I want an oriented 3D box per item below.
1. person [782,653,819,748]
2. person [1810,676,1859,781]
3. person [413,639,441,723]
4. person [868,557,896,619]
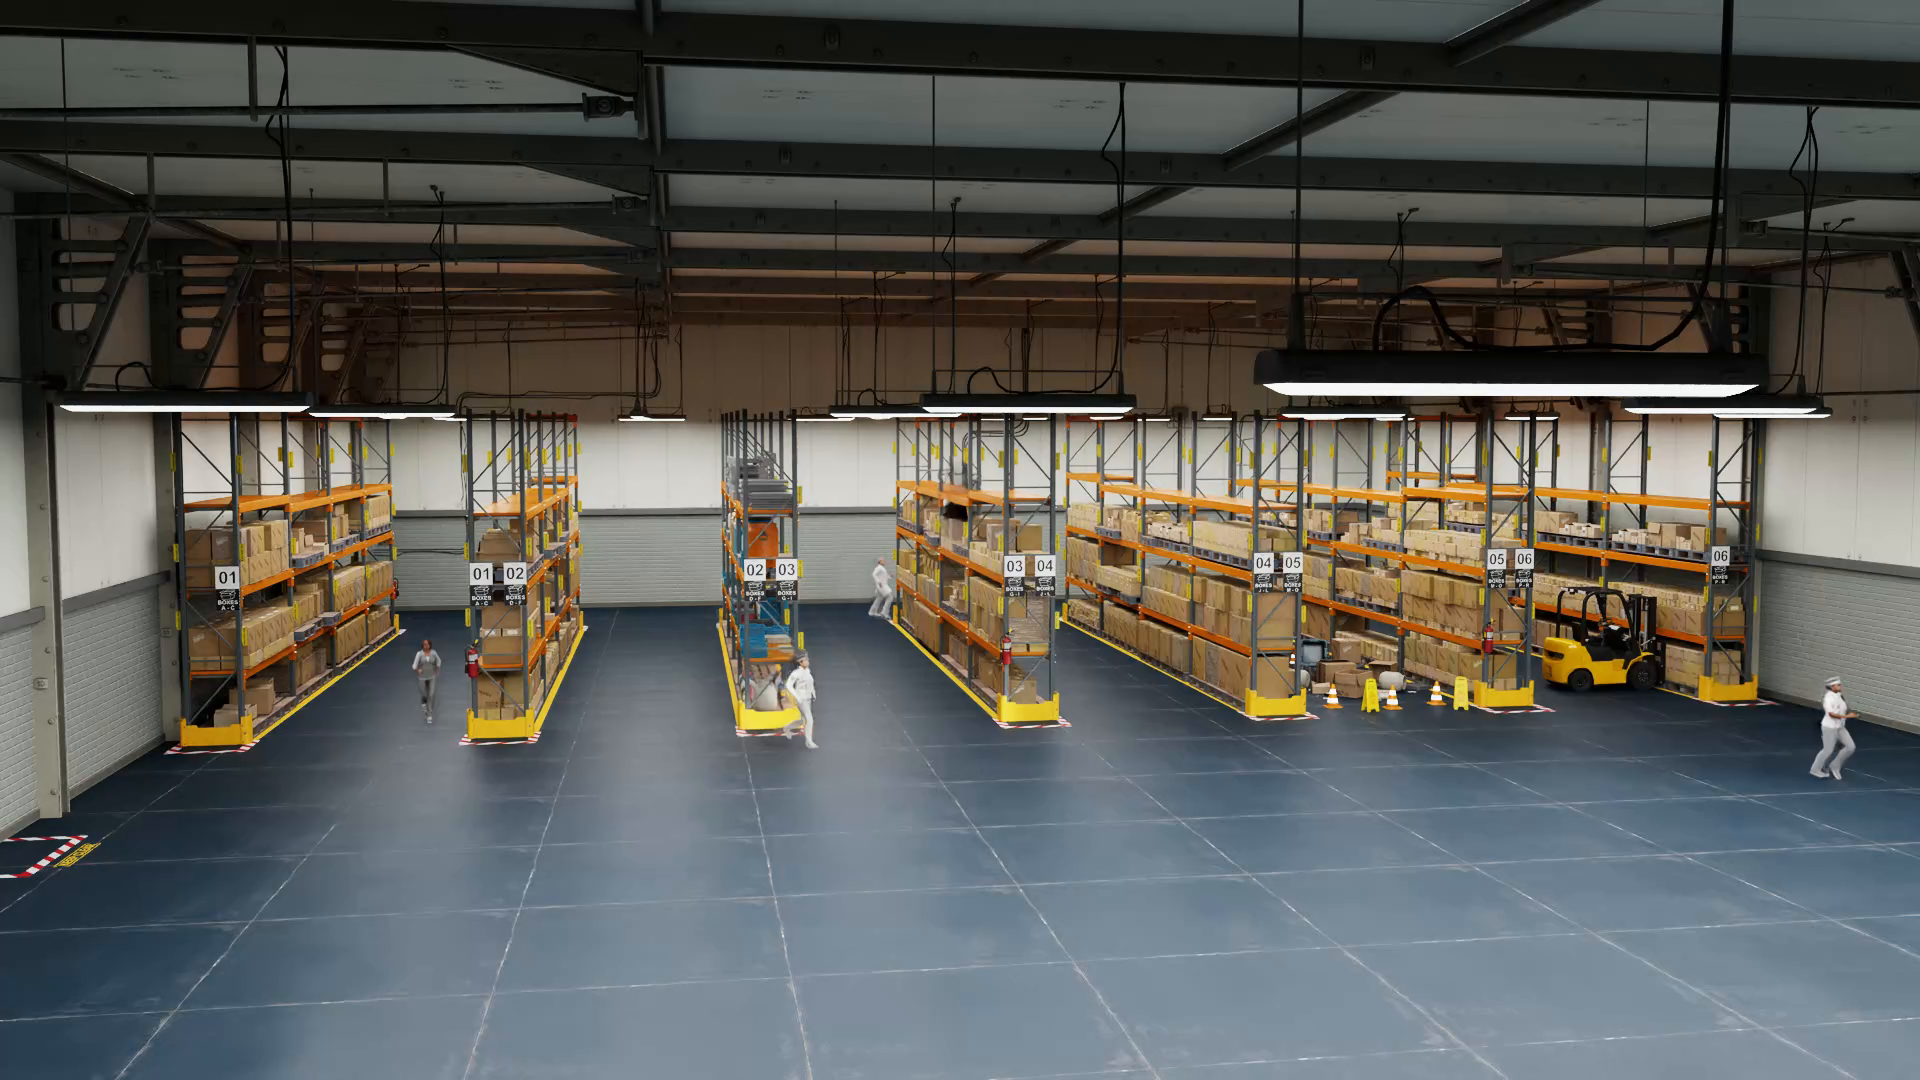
[{"bbox_3d":[-2.839,2.843,29.566,0.771,1.696,0.644,2,4,25],"label":"person"},{"bbox_3d":[14.045,3.019,26.676,0.544,1.706,0.688,-4,5,-42],"label":"person"},{"bbox_3d":[-10.298,2.698,32.155,0.538,1.596,0.812,-2,4,-22],"label":"person"},{"bbox_3d":[-2.294,1.431,48.930,0.820,1.843,0.674,-1,4,-8],"label":"person"}]
